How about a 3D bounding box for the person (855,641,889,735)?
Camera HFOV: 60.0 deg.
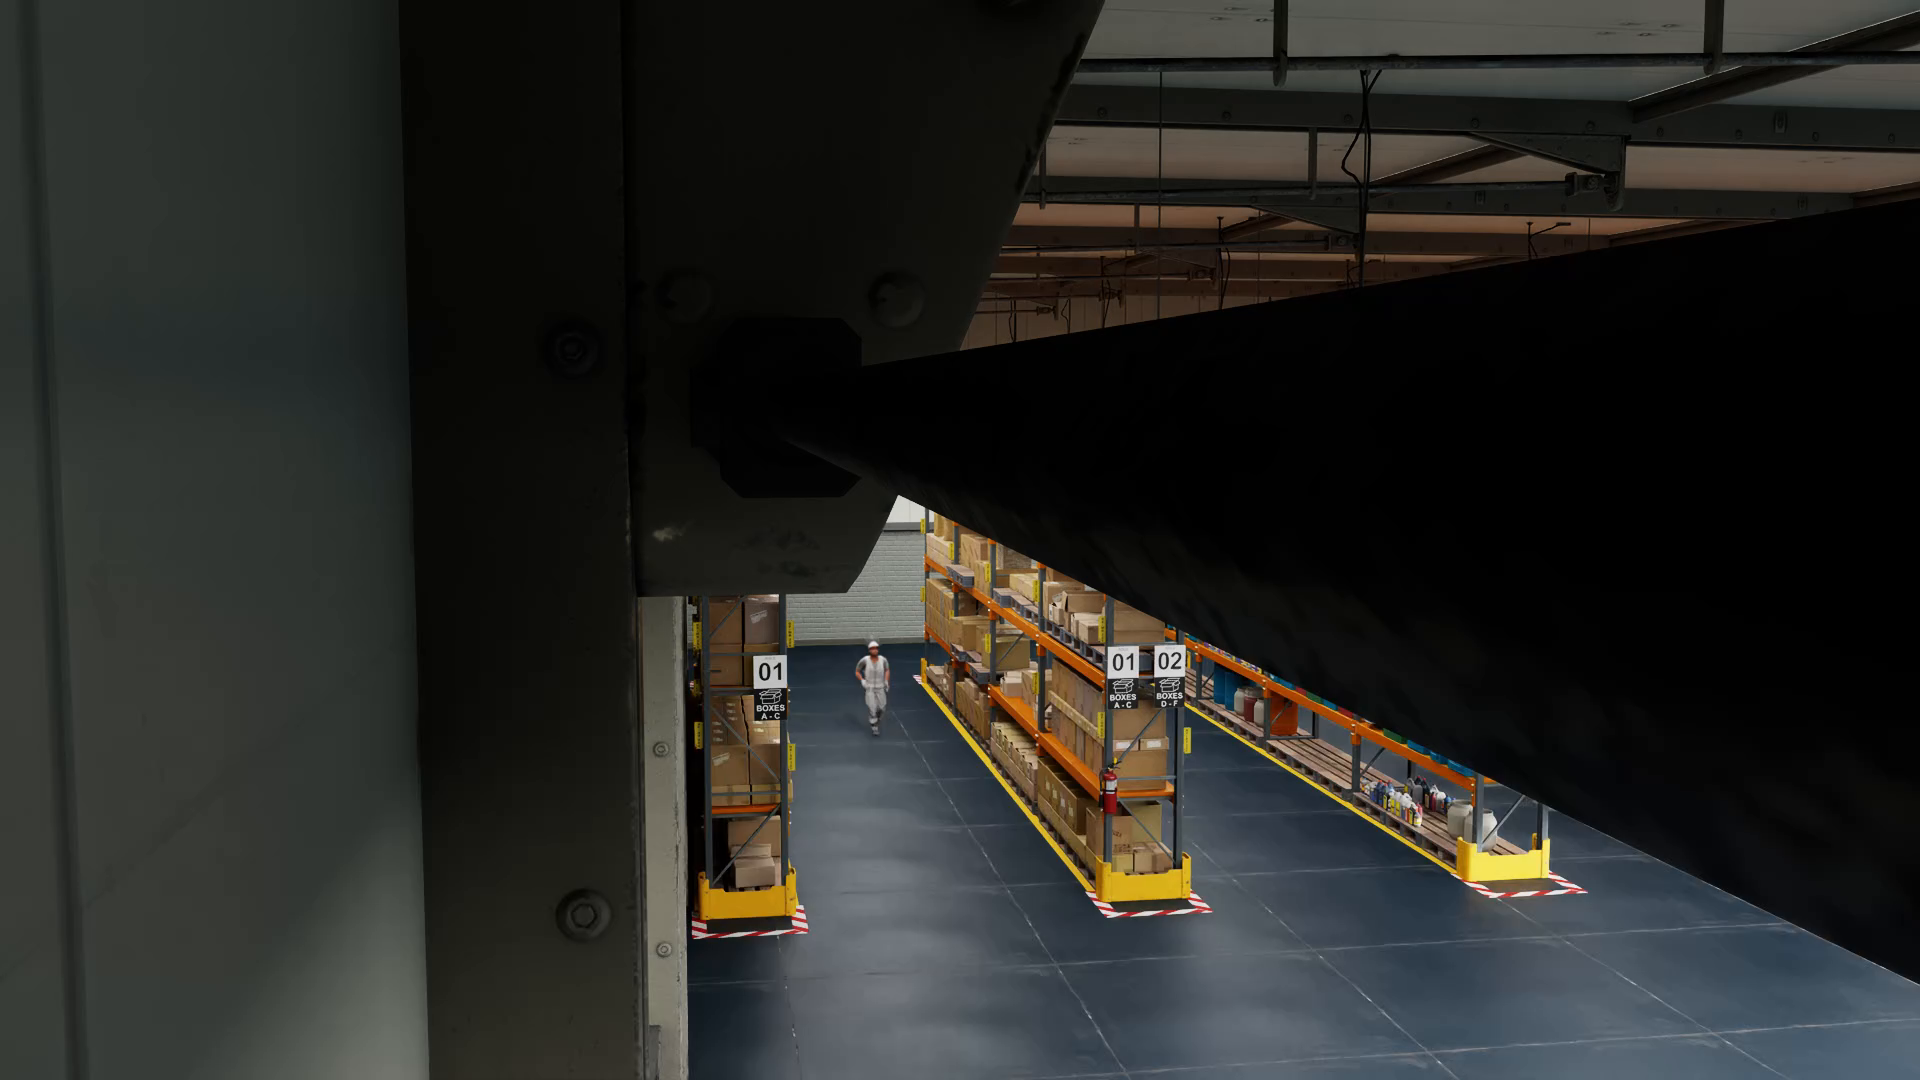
[{"bbox_3d":[-1.618,2.744,30.872,0.663,1.744,0.597,-1,5,-13],"label":"person"}]
